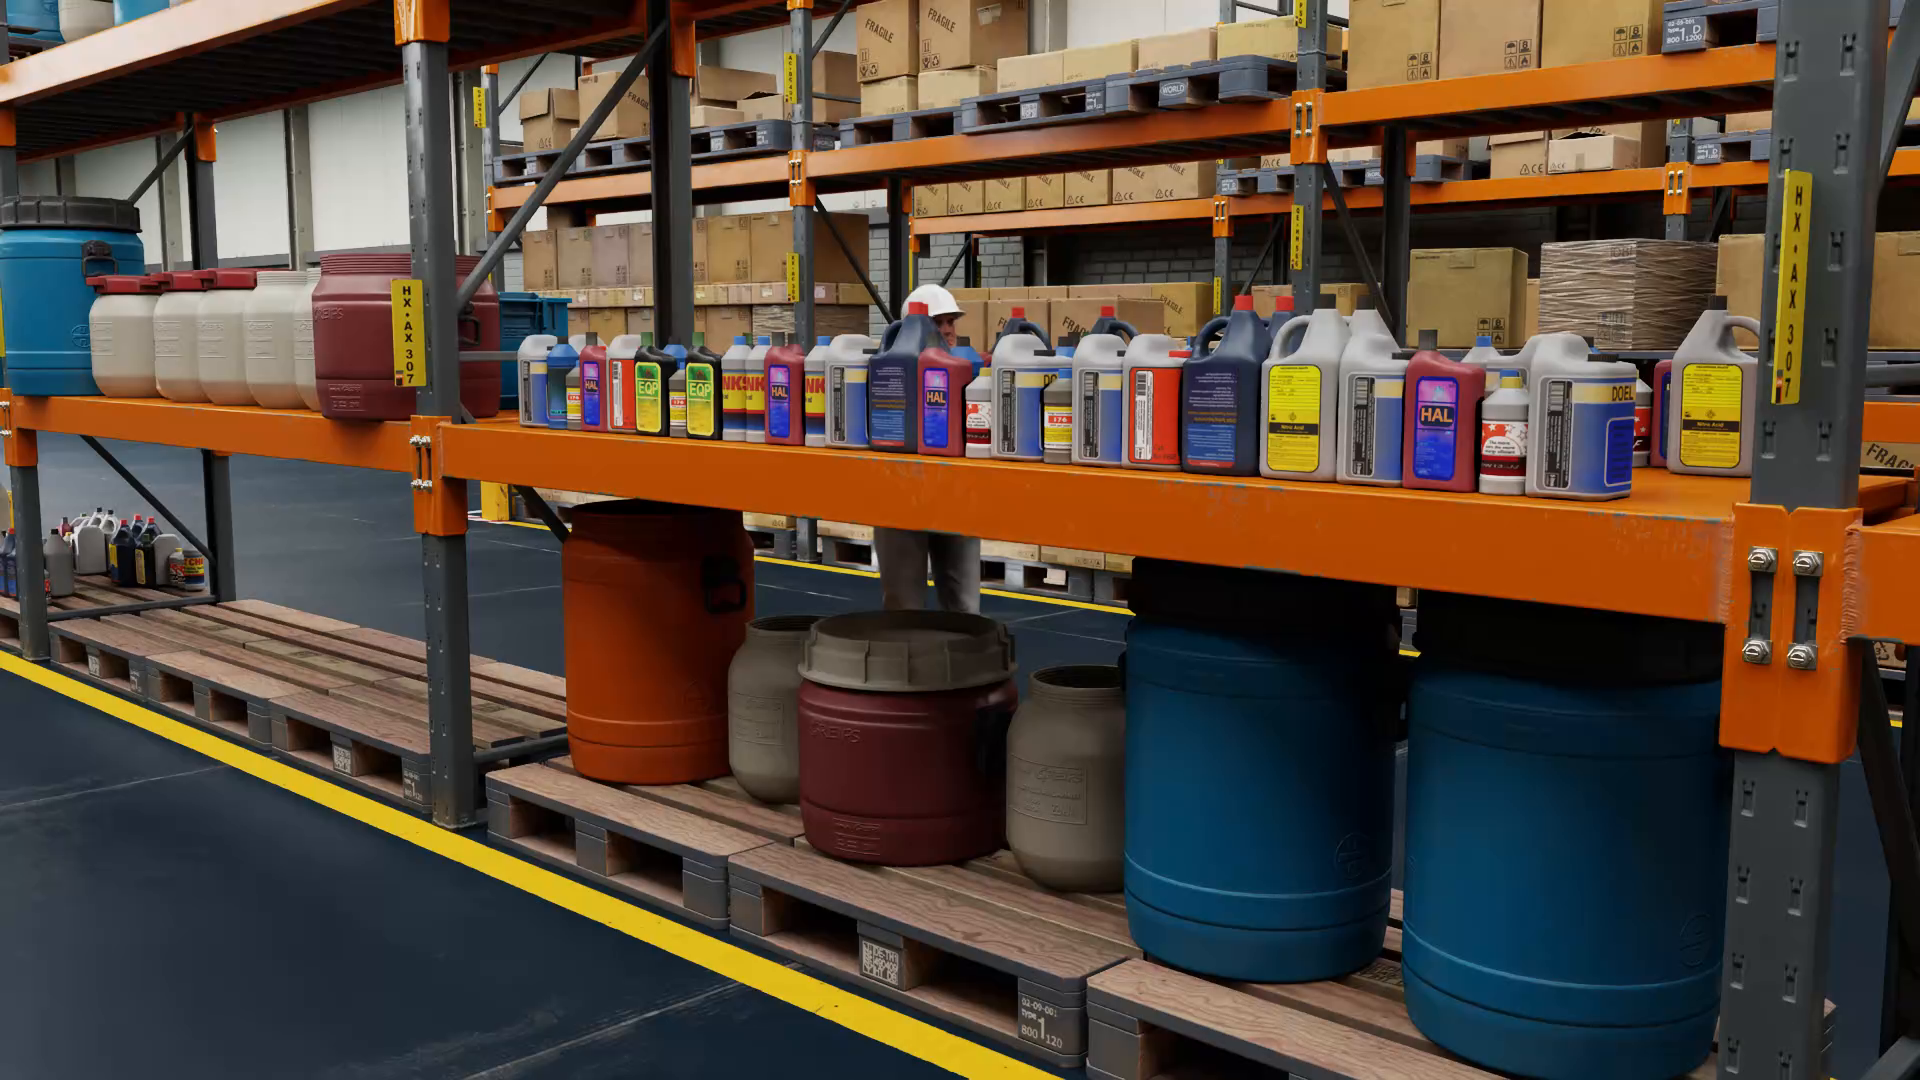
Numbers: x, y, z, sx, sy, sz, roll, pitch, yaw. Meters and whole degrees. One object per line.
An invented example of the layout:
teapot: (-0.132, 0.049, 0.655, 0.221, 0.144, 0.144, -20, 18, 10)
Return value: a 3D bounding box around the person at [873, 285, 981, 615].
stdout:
person: (-0.073, -0.092, 6.417, 0.495, 1.772, 0.553, -3, 8, -25)
